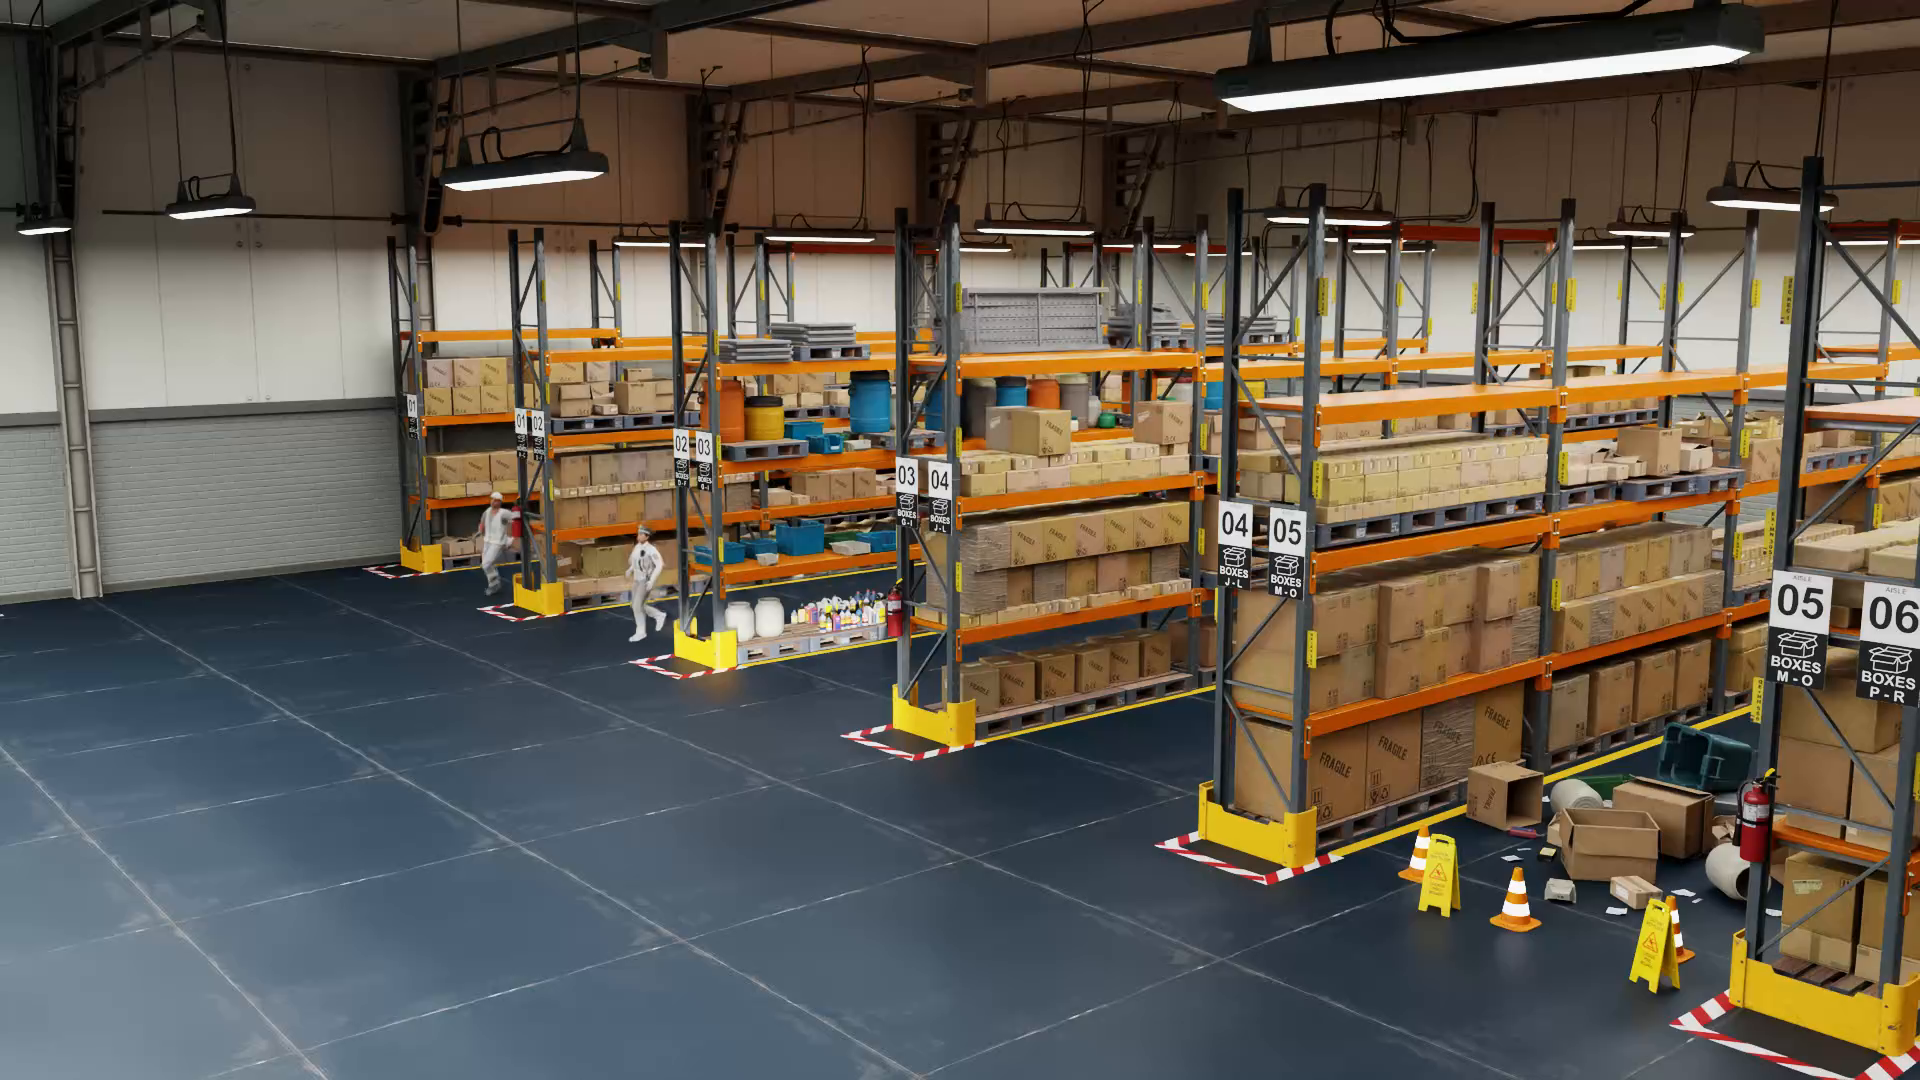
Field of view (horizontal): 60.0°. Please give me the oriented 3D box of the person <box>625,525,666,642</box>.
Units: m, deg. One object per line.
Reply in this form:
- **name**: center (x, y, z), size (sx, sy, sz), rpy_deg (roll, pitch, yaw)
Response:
- **person**: center (-4.541, 0.599, 24.065), size (0.624, 1.679, 0.654), rpy_deg (-7, 11, -39)

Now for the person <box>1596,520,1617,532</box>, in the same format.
- **person**: center (9.753, 0.460, 25.066), size (0.933, 1.769, 0.699), rpy_deg (-8, 12, -42)

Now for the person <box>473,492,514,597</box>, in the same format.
- **person**: center (-7.725, 0.072, 27.602), size (0.720, 1.761, 0.628), rpy_deg (5, 10, 29)
